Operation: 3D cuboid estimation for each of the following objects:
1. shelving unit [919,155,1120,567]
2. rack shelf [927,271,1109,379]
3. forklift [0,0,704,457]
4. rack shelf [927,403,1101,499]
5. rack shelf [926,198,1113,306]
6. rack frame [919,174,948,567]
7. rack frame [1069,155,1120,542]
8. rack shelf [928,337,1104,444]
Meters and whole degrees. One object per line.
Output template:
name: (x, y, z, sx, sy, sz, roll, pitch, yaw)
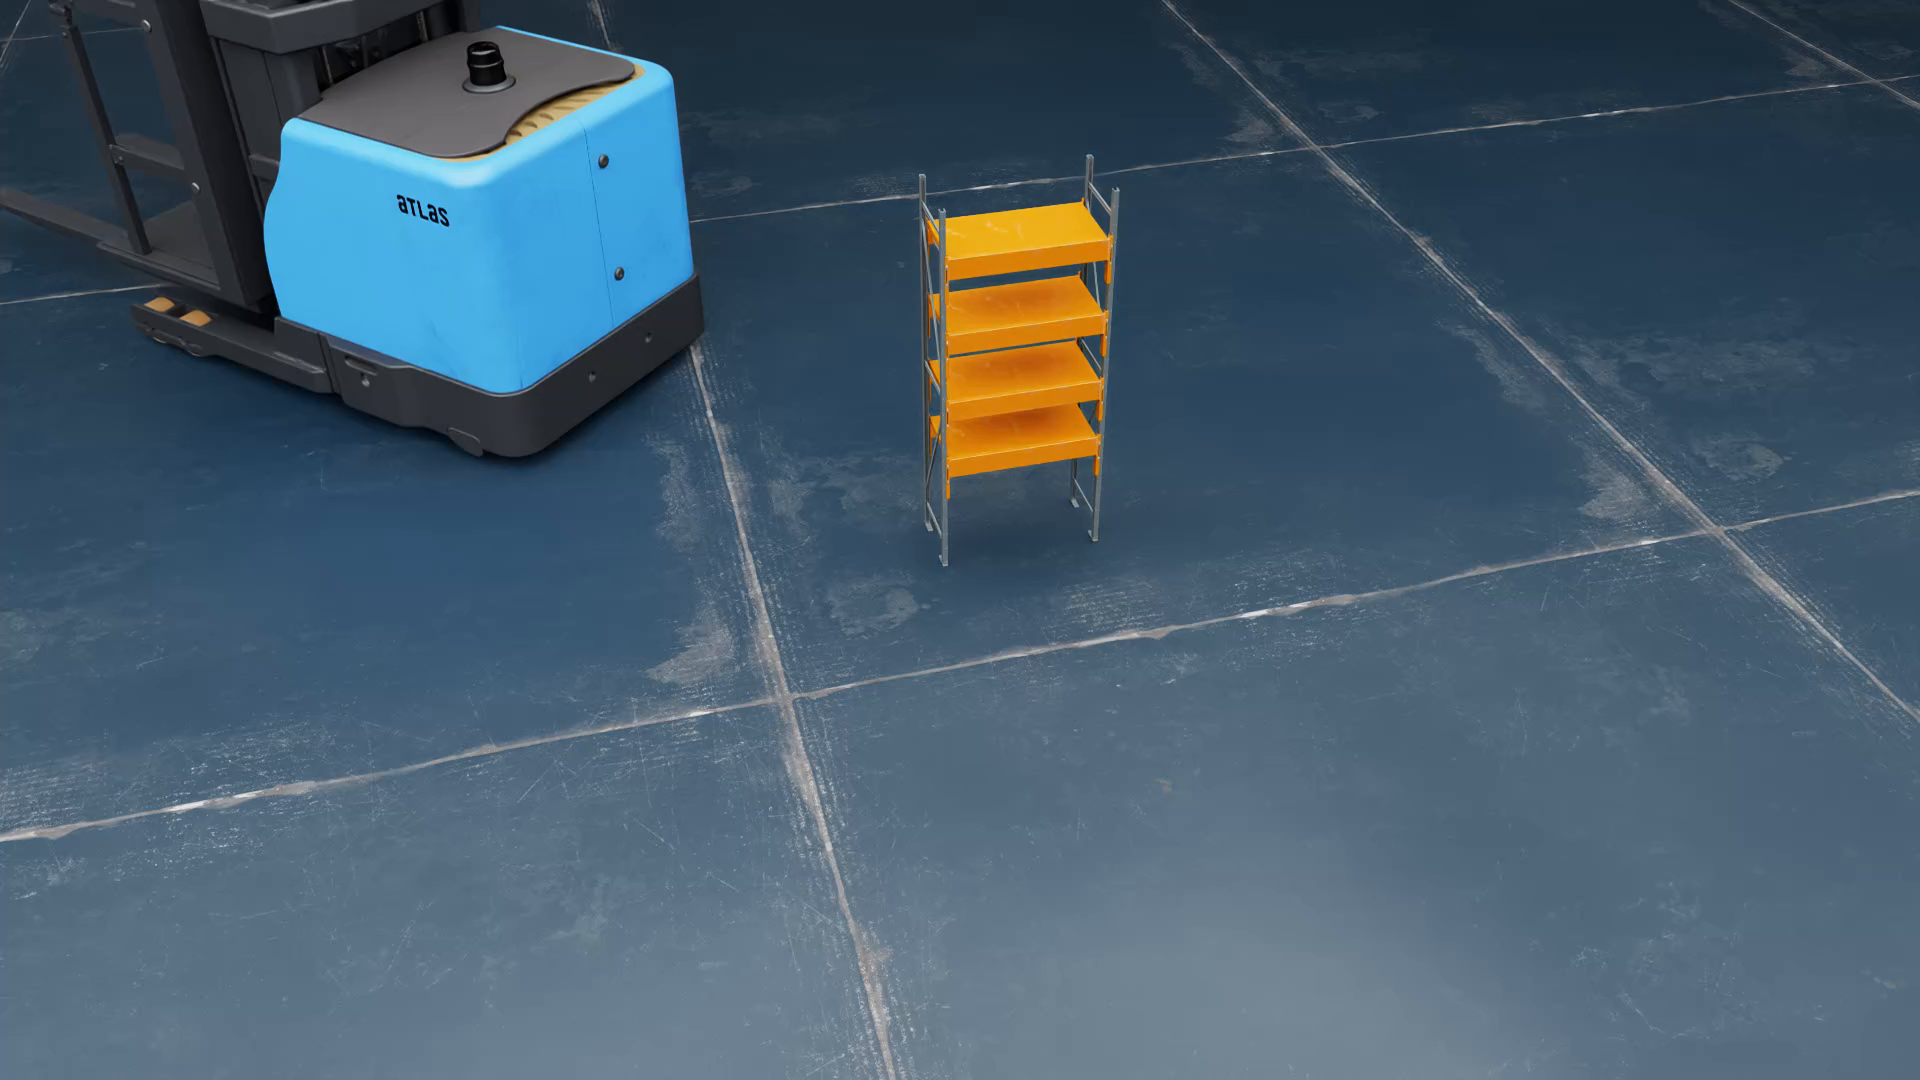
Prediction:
shelving unit: (0.160, -0.503, 4.920, 0.503, 1.200, 0.258, -9, 38, -12)
rack shelf: (0.160, -0.627, 4.825, 0.480, 0.148, 0.258, -9, 38, -12)
forklift: (-2.478, -2.096, 5.577, 3.031, 2.935, 1.130, 20, 42, 24)
rack shelf: (0.160, -0.292, 5.081, 0.480, 0.148, 0.258, -9, 38, -12)
rack shelf: (0.160, -0.815, 4.681, 0.480, 0.148, 0.258, -9, 38, -12)
rack frame: (-0.076, -0.464, 4.869, 0.015, 1.200, 0.240, -9, 38, -12)
rack frame: (0.395, -0.541, 4.970, 0.015, 1.200, 0.240, -9, 38, -12)
rack shelf: (0.160, -0.449, 4.961, 0.480, 0.148, 0.258, -9, 38, -12)
